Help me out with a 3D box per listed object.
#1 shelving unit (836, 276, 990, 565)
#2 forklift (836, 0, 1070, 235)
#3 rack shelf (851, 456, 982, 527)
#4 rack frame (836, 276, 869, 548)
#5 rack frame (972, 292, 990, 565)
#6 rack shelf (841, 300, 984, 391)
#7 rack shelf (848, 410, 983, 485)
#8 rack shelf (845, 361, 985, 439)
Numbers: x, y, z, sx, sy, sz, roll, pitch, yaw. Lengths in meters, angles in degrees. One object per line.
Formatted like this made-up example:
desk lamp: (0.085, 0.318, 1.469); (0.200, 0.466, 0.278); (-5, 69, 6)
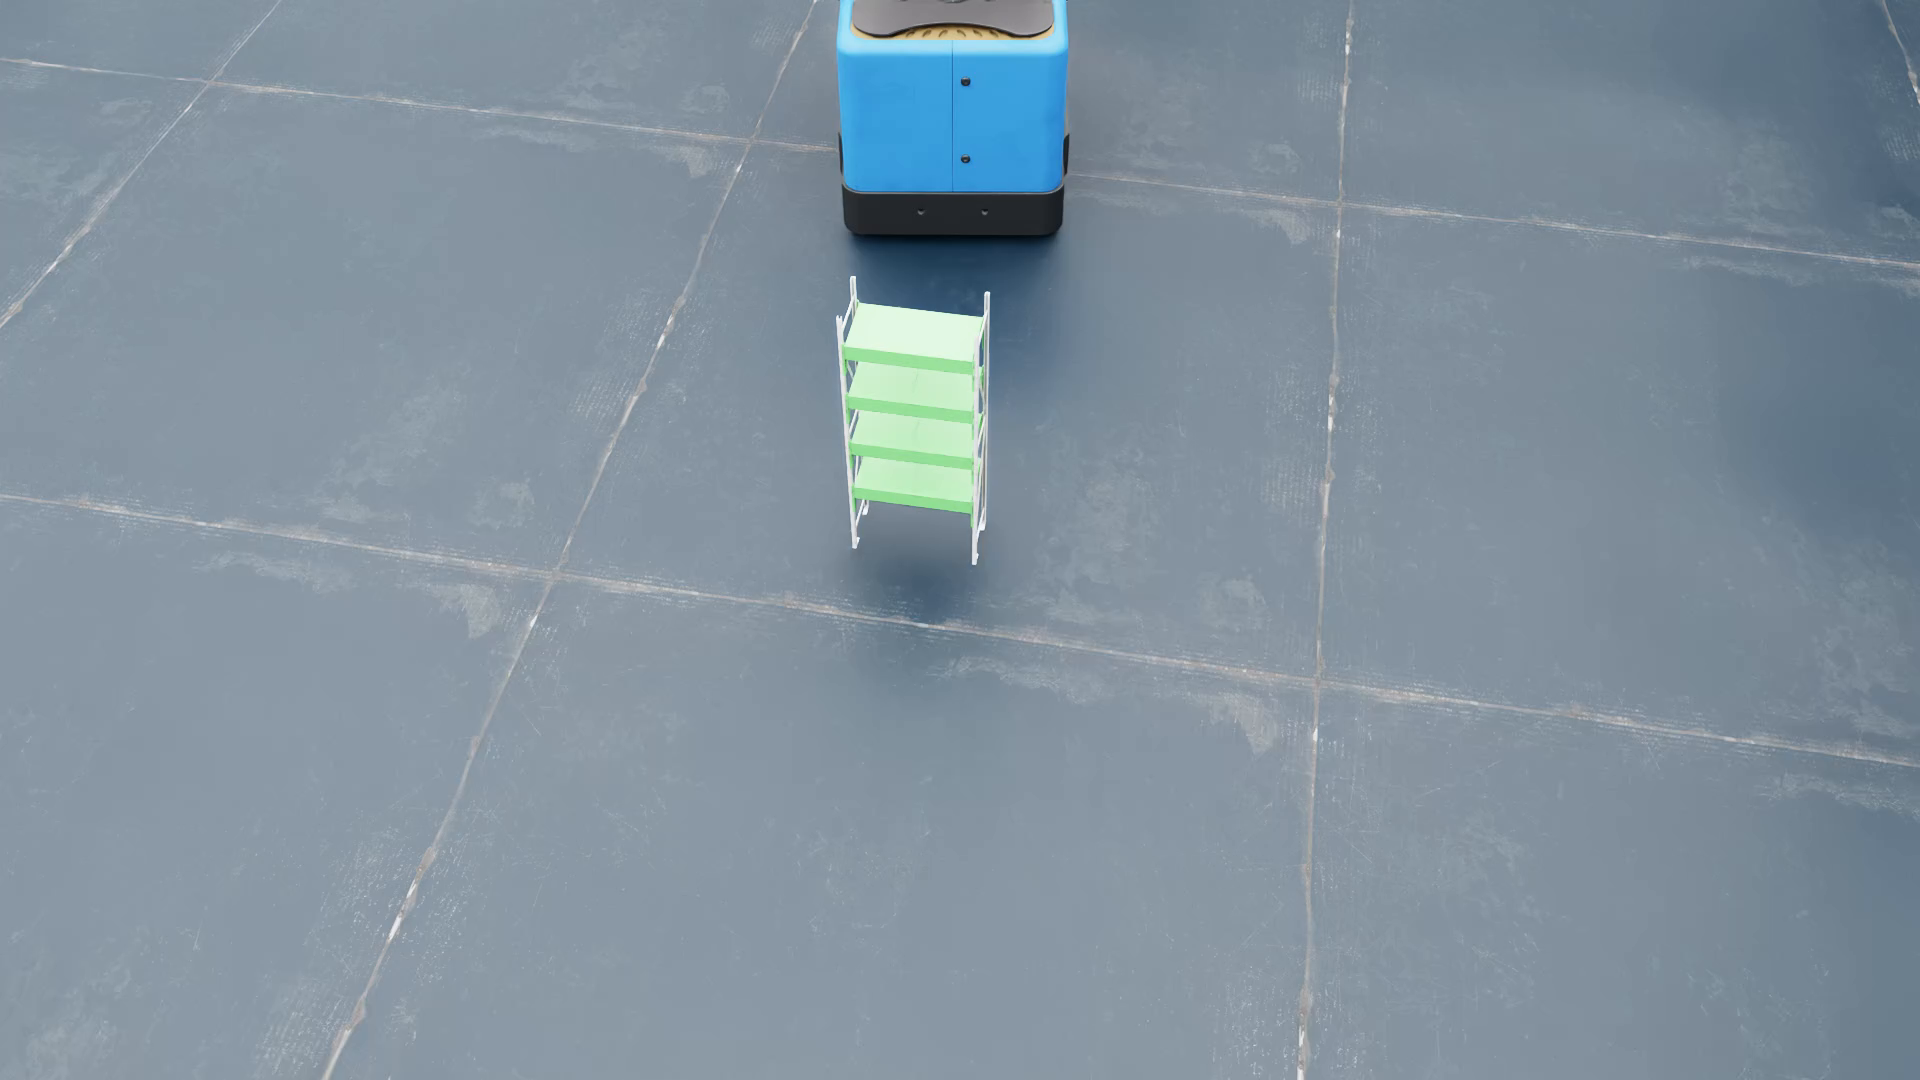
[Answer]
shelving unit: (-0.163, -0.423, 6.295); (0.503, 1.200, 0.258); (8, 49, 7)
forklift: (-0.025, -3.513, 7.908); (1.130, 2.935, 3.031); (0, 48, 0)
rack shelf: (-0.163, -0.220, 6.521); (0.480, 0.148, 0.258); (8, 49, 7)
rack frame: (-0.403, -0.455, 6.324); (0.015, 1.200, 0.240); (8, 49, 7)
rack frame: (0.077, -0.391, 6.266); (0.015, 1.200, 0.240); (8, 49, 7)
rack shelf: (-0.163, -0.701, 5.986); (0.480, 0.148, 0.258); (8, 49, 7)
rack shelf: (-0.163, -0.380, 6.343); (0.480, 0.148, 0.258); (8, 49, 7)
rack shelf: (-0.163, -0.541, 6.164); (0.480, 0.148, 0.258); (8, 49, 7)
